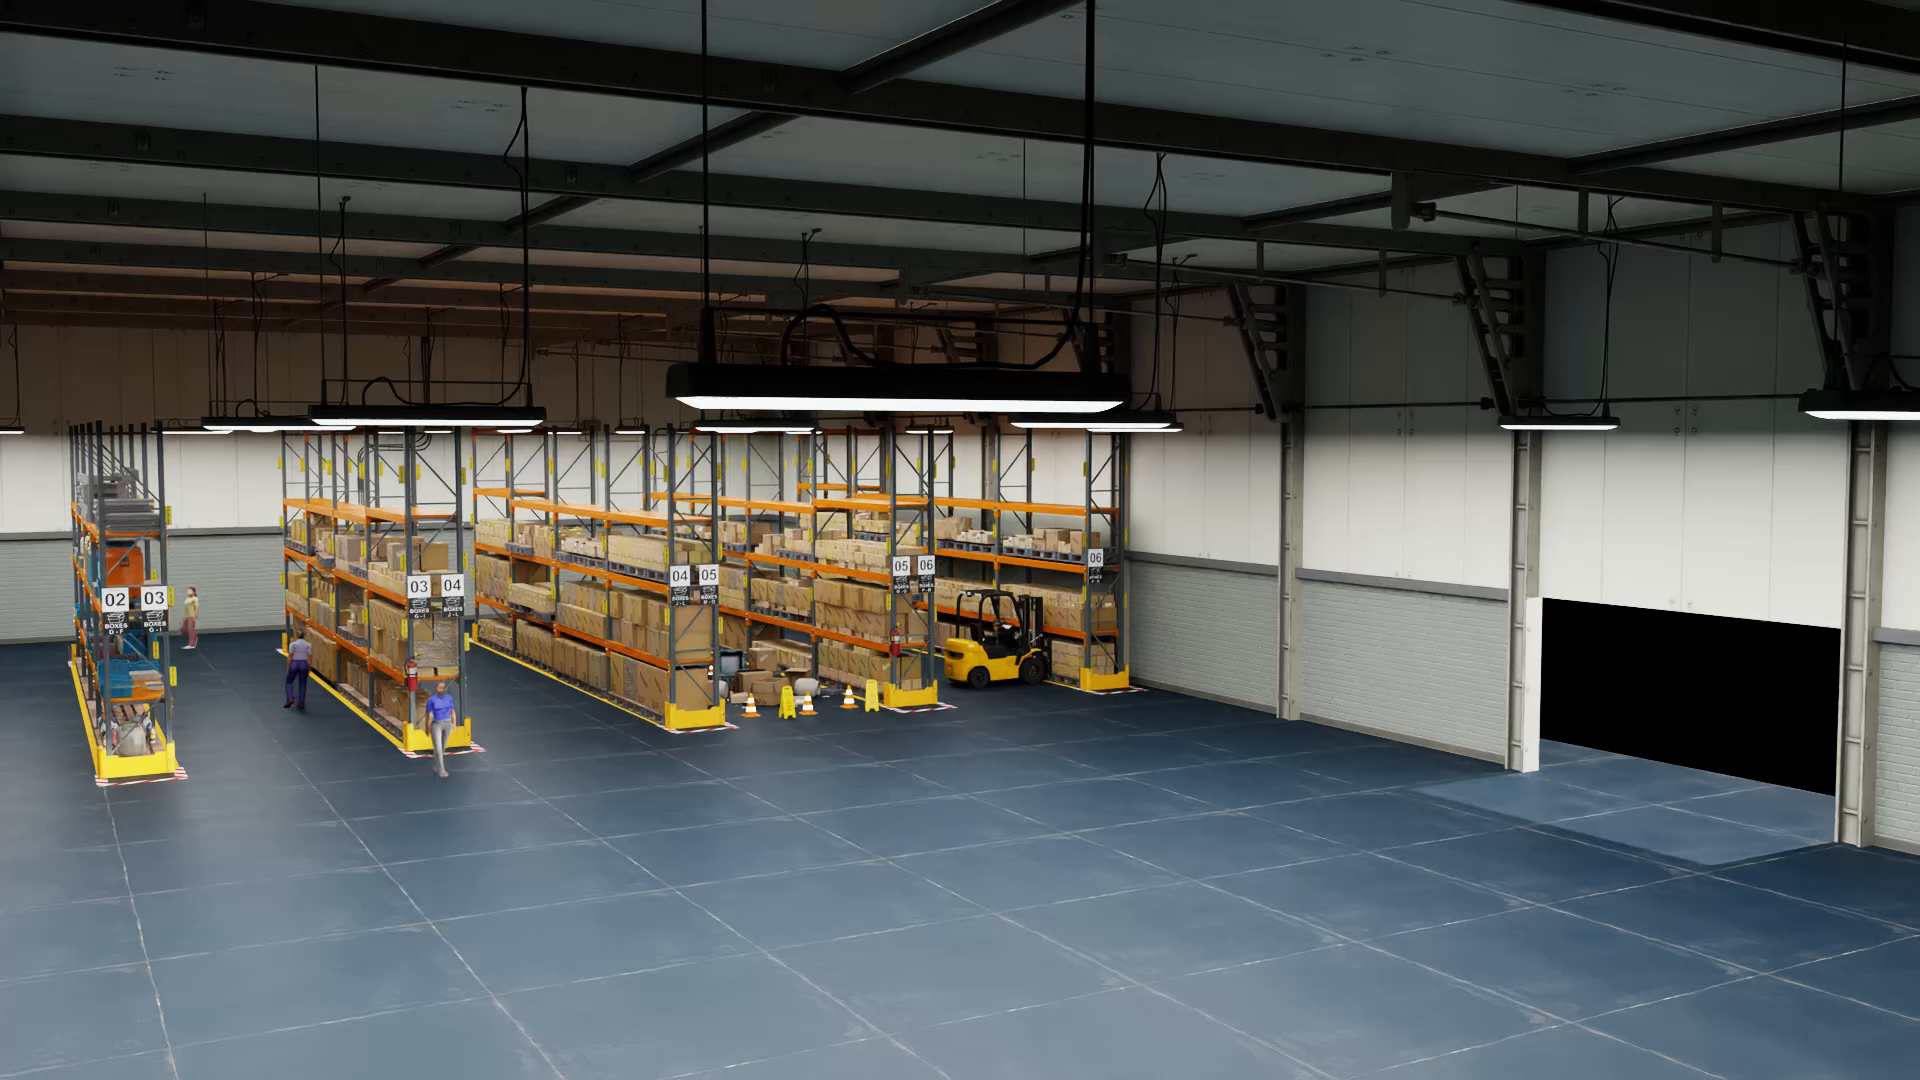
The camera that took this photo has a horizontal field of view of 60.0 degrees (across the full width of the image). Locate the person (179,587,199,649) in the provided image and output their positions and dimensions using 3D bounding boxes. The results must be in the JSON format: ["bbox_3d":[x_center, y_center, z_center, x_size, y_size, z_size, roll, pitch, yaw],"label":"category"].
[{"bbox_3d":[-20.814,2.101,44.989,0.466,1.666,0.488,2,4,27],"label":"person"}]

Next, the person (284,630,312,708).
[{"bbox_3d":[-14.002,2.776,35.163,0.586,1.554,0.394,-2,4,-26],"label":"person"}]

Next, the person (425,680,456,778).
[{"bbox_3d":[-8.735,3.170,28.057,0.469,1.586,0.977,-3,5,-43],"label":"person"}]
